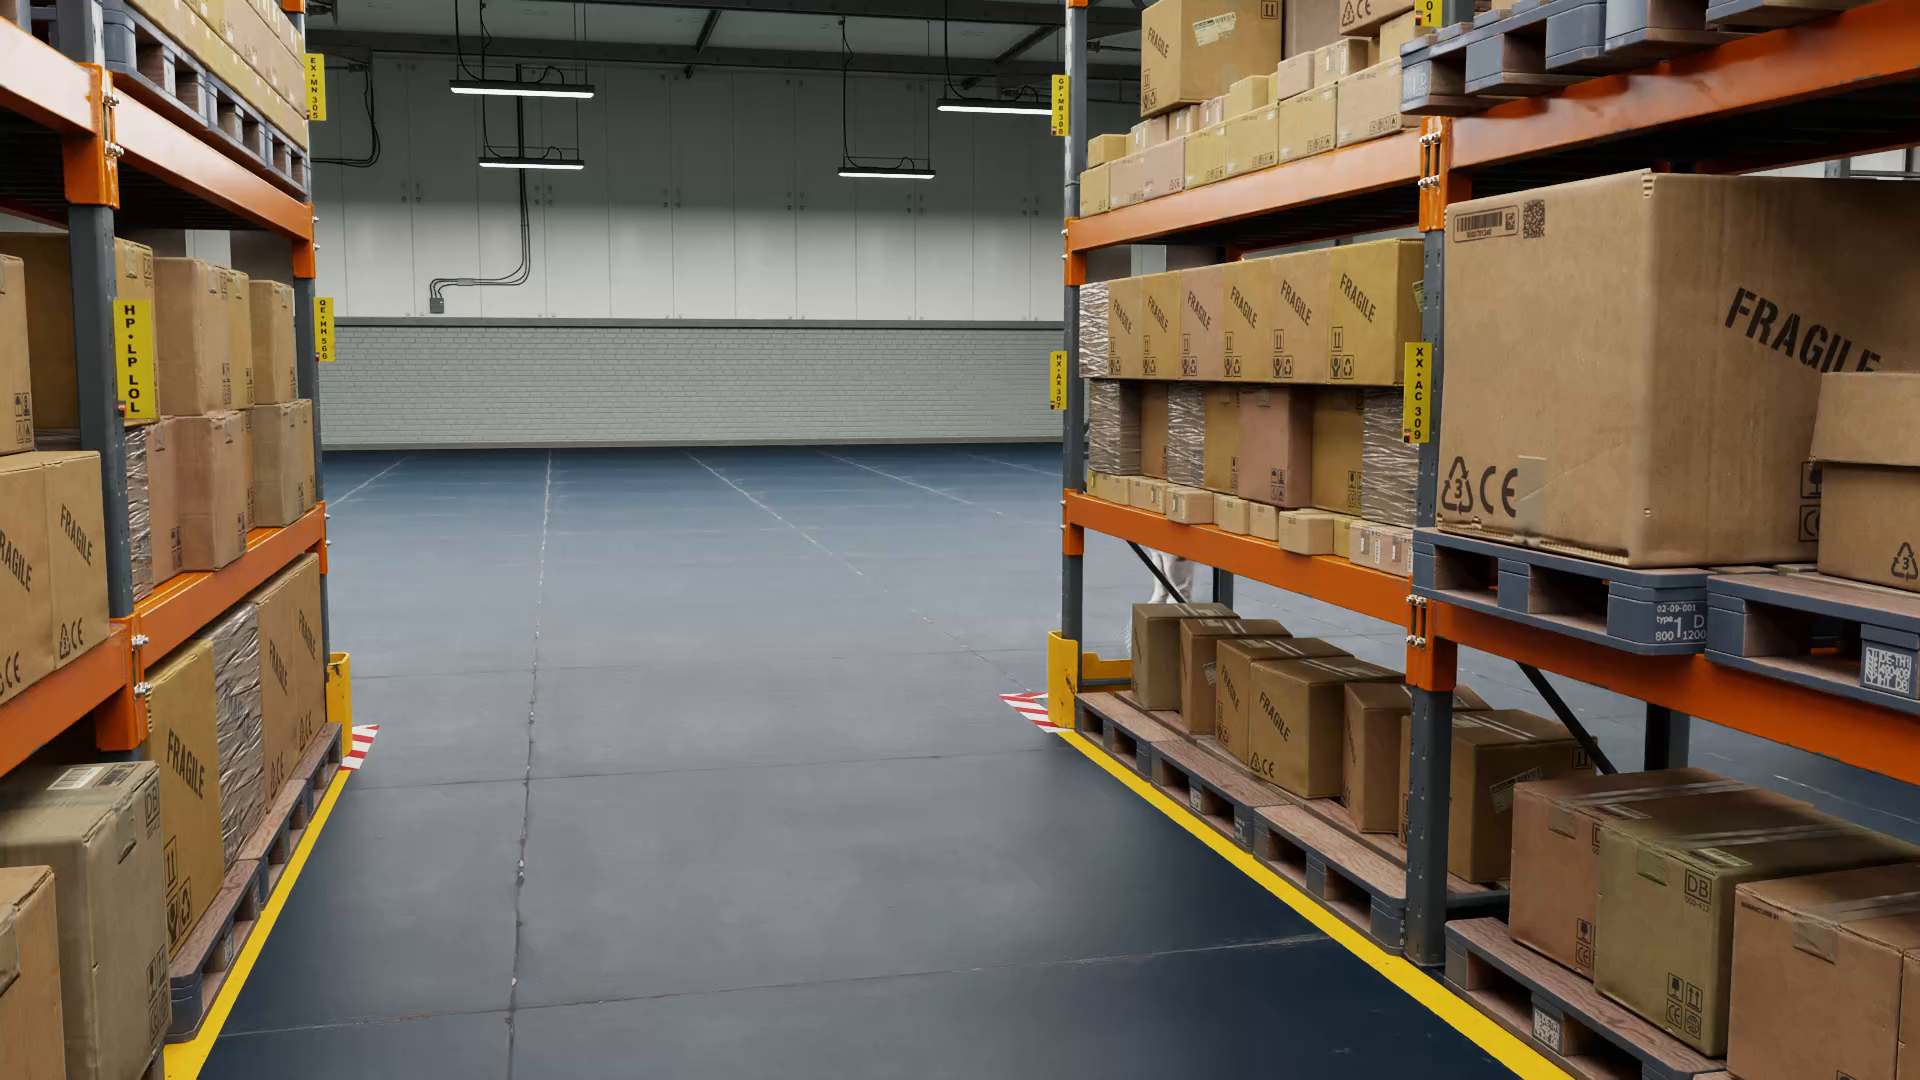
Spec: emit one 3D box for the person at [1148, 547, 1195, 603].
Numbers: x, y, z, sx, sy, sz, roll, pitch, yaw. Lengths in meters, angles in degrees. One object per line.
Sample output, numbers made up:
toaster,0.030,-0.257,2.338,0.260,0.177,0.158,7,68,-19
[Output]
person,1.395,-0.017,11.066,0.373,1.761,0.570,-1,6,-13
